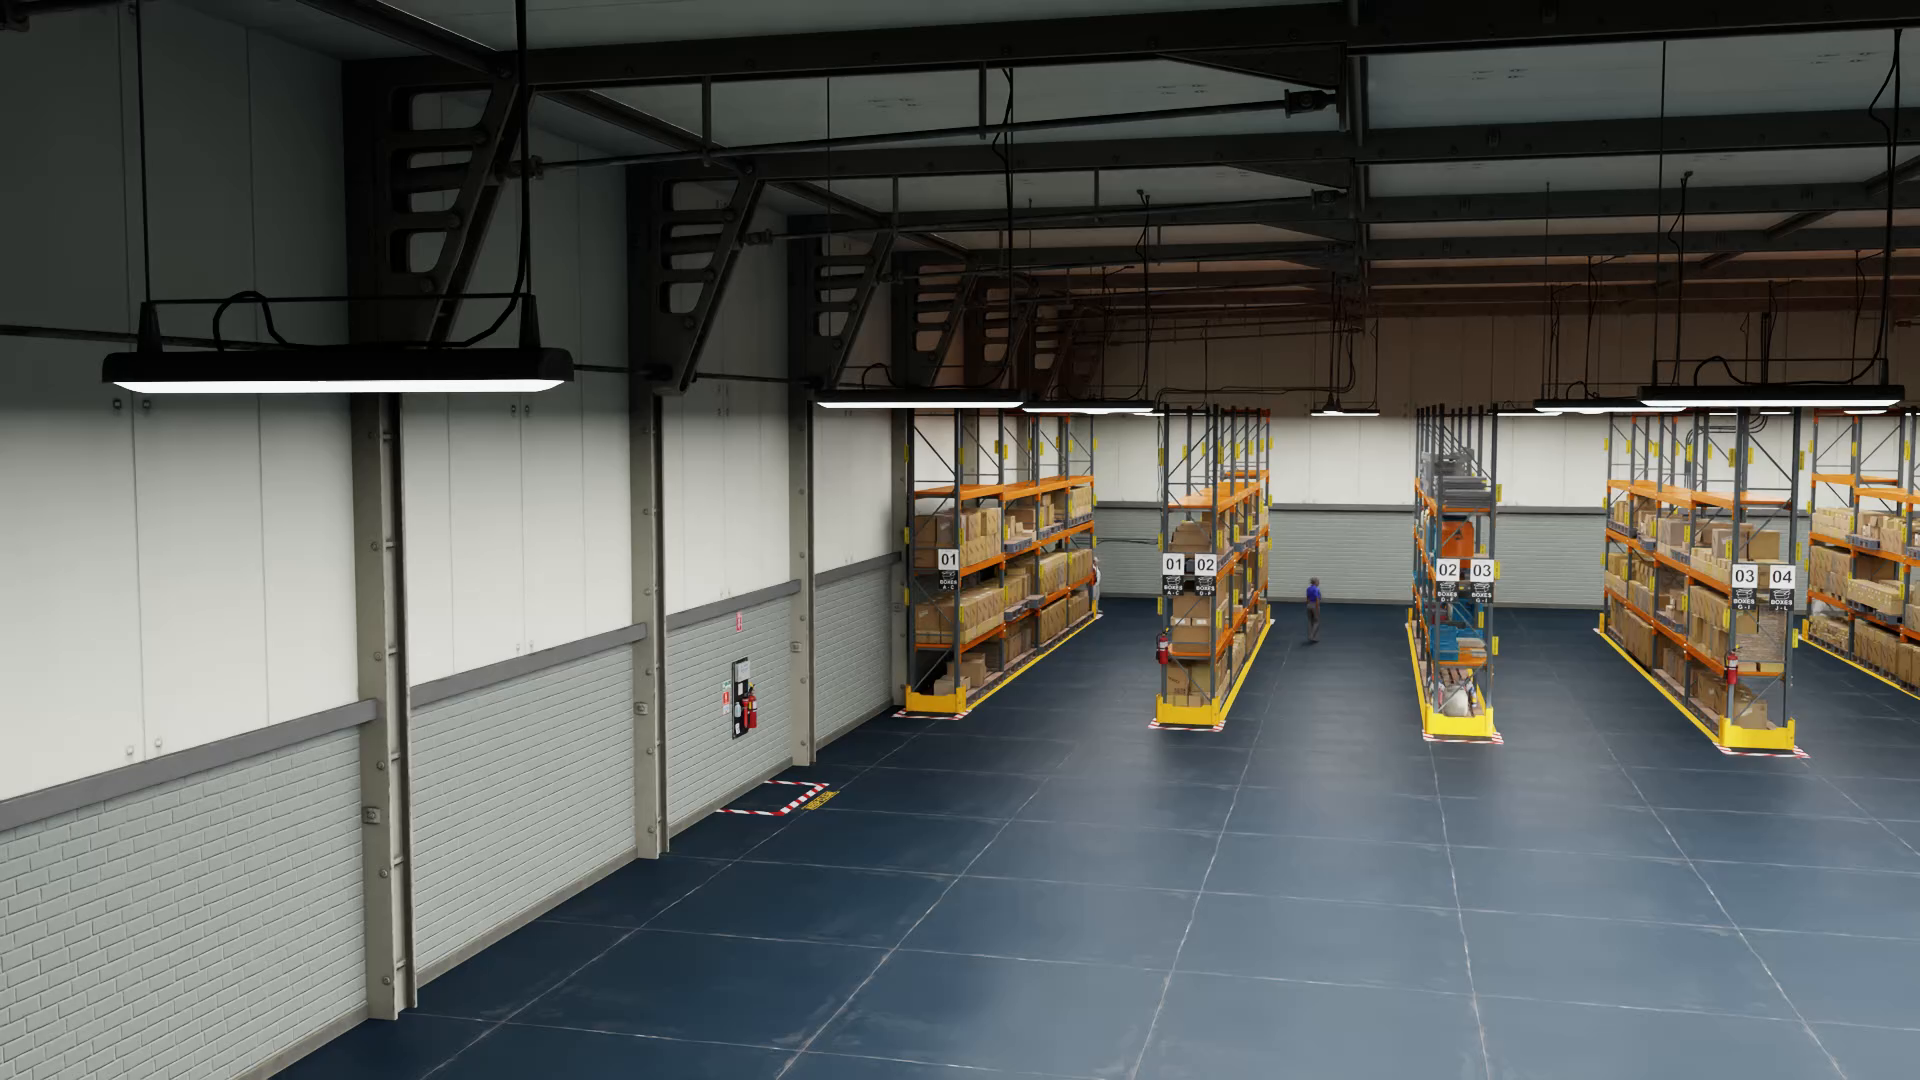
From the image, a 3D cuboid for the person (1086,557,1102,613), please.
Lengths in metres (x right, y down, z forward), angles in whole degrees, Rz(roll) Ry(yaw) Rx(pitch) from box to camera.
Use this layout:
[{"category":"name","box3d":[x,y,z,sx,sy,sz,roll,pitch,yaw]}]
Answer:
[{"category":"person","box3d":[3.882,1.317,49.025,0.591,1.655,0.526,2,5,30]}]

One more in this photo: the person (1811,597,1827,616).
[{"category":"person","box3d":[22.951,1.588,44.365,0.645,1.777,0.555,0,4,-4]}]

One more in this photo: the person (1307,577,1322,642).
[{"category":"person","box3d":[9.078,1.799,42.810,0.395,1.701,0.491,-3,5,-31]}]
